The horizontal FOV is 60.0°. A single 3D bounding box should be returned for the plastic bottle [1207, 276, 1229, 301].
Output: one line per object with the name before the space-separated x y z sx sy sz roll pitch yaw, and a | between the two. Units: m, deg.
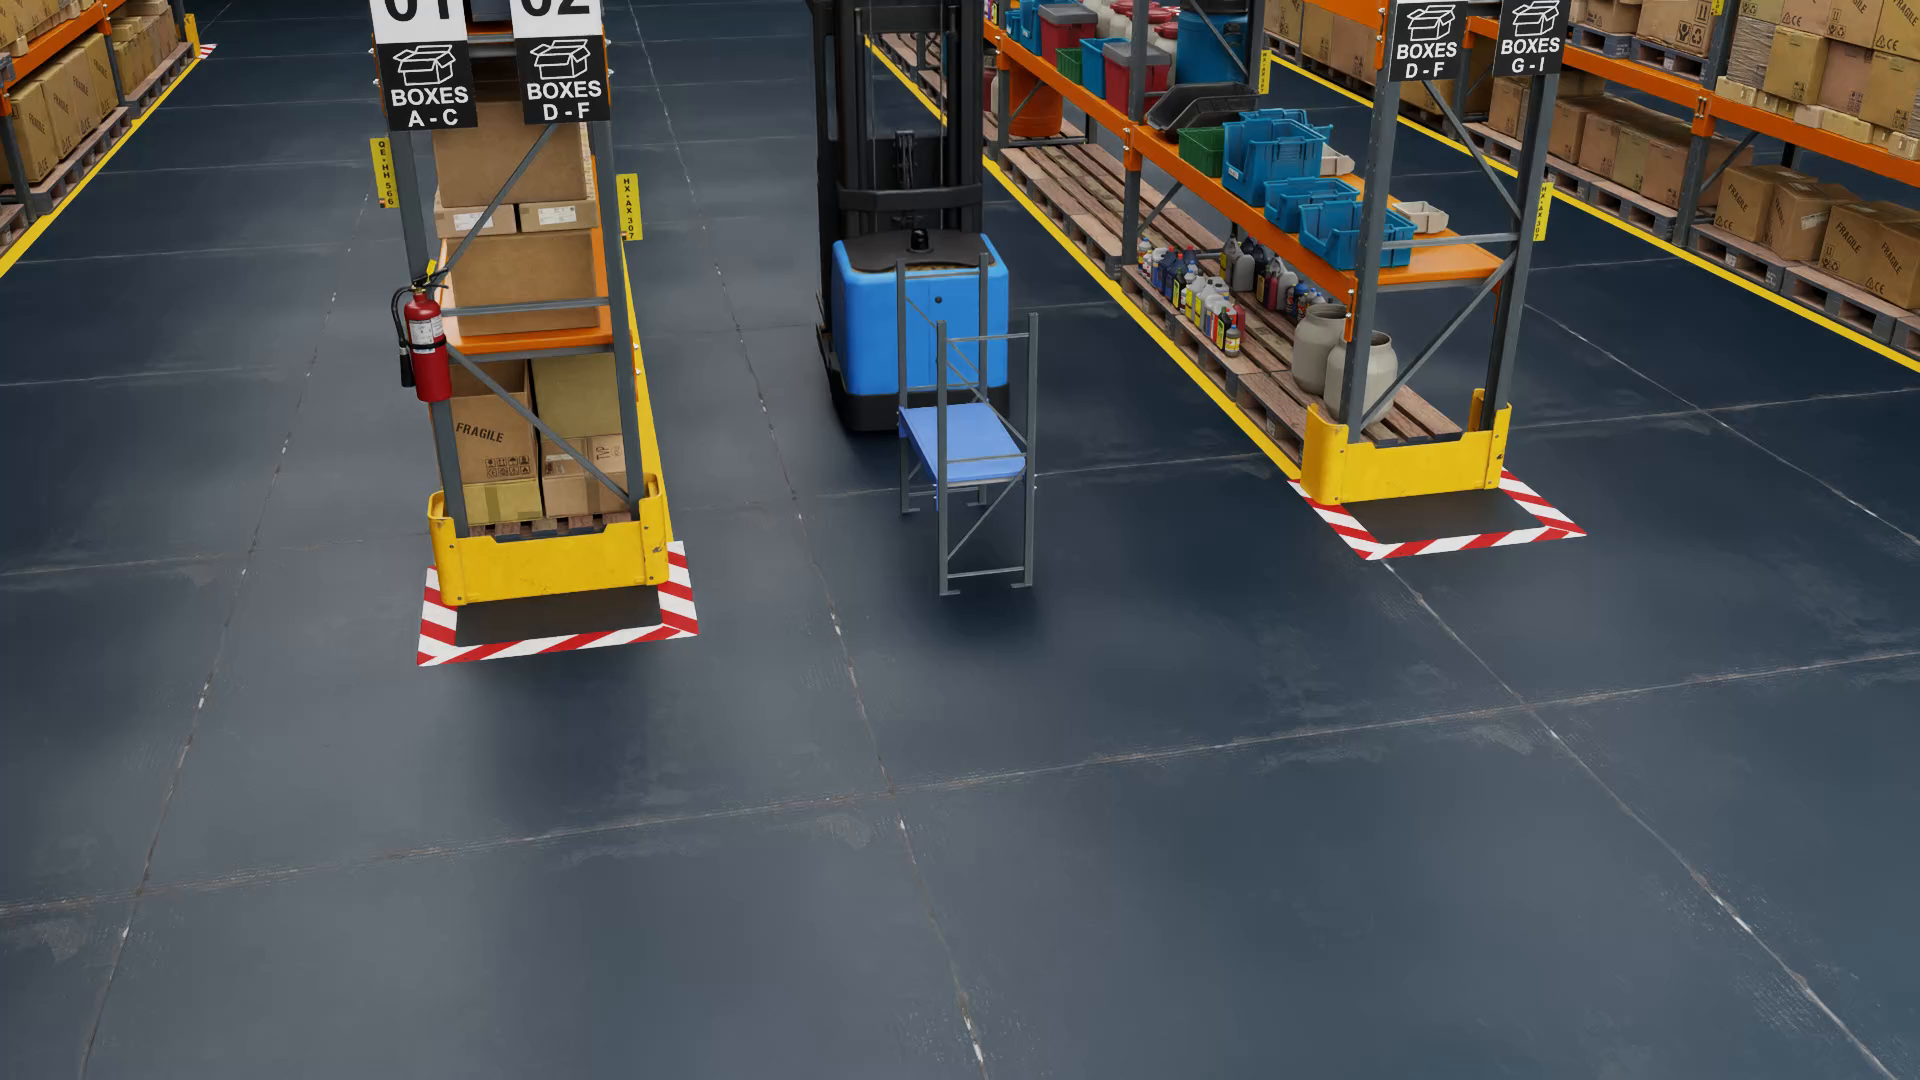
plastic bottle | 1.833 -1.737 11.896 0.152 0.276 0.135 -6 27 -12

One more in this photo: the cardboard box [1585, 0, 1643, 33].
cardboard box | 6.124 -4.884 15.017 0.797 0.503 0.637 -3 27 -6

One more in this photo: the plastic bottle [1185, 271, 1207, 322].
plastic bottle | 1.695 -1.744 11.828 0.144 0.351 0.185 -6 27 -12

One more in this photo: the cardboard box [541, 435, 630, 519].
cardboard box | -2.051 -0.357 9.213 0.500 0.250 0.500 -6 27 -12

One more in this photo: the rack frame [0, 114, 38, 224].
rack frame | -8.775 -4.146 14.135 1.000 3.000 0.127 -6 27 -12

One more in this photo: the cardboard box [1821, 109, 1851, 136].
cardboard box | 6.665 -3.116 12.373 0.380 0.149 0.250 -6 27 -12

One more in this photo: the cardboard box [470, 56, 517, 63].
cardboard box | -2.490 -2.443 9.211 0.700 0.500 0.500 -6 27 -11

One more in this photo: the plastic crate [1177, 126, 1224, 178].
plastic crate | 1.810 -2.677 11.460 0.450 0.188 0.662 -6 27 -12

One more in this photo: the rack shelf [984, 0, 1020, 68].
rack shelf | 0.427 -5.709 18.030 1.077 0.370 4.000 -6 27 -12

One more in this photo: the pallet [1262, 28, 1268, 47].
pallet | 4.428 -7.045 22.973 1.003 0.211 1.213 -6 27 -12

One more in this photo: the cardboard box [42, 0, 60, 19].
cardboard box | -8.980 -5.248 15.856 0.500 0.500 0.500 -5 27 -10

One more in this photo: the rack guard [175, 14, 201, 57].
rack guard | -10.583 -6.553 21.678 1.175 0.500 0.348 -6 27 -12

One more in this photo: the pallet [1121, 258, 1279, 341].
pallet | 1.889 -1.852 12.685 1.003 0.211 1.213 -6 27 -12

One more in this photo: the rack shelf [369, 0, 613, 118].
rack shelf | -2.597 -3.035 9.403 1.077 0.370 4.000 -6 27 -12

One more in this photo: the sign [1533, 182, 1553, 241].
sign | 3.217 -1.818 9.215 0.100 0.325 0.005 -6 27 -12

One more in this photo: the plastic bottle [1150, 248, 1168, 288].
plastic bottle | 1.523 -2.053 12.523 0.152 0.276 0.135 -5 27 -10

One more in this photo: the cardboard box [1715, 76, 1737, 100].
cardboard box | 6.360 -3.662 13.455 0.380 0.149 0.250 -6 27 -12

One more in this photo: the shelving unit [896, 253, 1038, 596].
shelving unit | 0.019 -0.632 8.838 0.538 1.500 1.048 -6 27 -12

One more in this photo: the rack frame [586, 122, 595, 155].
rack frame | -3.048 -2.895 11.656 1.000 3.000 0.127 -6 27 -12

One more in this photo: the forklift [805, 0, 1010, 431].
forklift | -0.433 -2.630 11.208 1.130 2.935 3.031 -4 27 -8

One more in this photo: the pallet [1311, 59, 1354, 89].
pallet | 5.049 -5.835 20.576 1.003 0.211 1.213 -6 27 -12

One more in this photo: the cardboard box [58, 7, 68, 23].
cardboard box | -9.123 -5.228 16.536 0.380 0.149 0.250 -6 27 -12

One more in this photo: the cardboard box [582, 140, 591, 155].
cardboard box | -2.259 -2.120 9.291 0.380 0.149 0.250 -7 28 -13

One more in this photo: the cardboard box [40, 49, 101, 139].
cardboard box | -9.200 -4.468 16.692 0.750 0.750 0.750 -5 27 -10

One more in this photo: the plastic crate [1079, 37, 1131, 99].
plastic crate | 1.227 -3.842 13.550 0.392 0.384 0.575 -6 27 -12

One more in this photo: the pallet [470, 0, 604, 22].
pallet | -2.281 -2.751 8.141 1.003 0.211 1.213 -6 27 -12

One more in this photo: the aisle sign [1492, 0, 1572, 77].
aisle sign | 2.982 -2.799 8.581 0.394 0.787 0.004 -6 27 -12

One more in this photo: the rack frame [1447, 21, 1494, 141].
rack frame | 5.703 -5.655 17.125 1.000 3.000 0.127 -6 27 -12

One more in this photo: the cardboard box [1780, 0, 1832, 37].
cardboard box | 6.572 -4.080 12.454 0.500 0.500 0.500 -6 27 -12

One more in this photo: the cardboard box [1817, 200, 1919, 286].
cardboard box | 7.008 -2.276 12.738 0.500 0.500 0.500 -8 28 -16

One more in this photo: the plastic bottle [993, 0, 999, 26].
plastic bottle | 0.370 -5.234 16.421 0.061 0.283 0.133 -6 27 -12

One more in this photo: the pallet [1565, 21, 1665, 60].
pallet | 6.189 -4.704 15.455 1.003 0.211 1.213 -6 27 -12

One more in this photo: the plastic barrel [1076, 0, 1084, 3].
plastic barrel | 1.277 -5.040 15.755 0.600 0.536 0.708 -6 27 -12

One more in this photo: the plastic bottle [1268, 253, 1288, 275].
plastic bottle | 2.321 -1.930 12.197 0.144 0.351 0.185 -6 27 -12

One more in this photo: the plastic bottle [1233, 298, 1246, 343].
plastic bottle | 1.913 -1.510 11.439 0.061 0.283 0.133 -6 27 -12

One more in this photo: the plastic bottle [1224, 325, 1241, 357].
plastic bottle | 1.839 -1.349 11.211 0.097 0.201 0.097 0 27 0

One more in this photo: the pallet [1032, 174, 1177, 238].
pallet | 1.285 -3.029 15.016 1.003 0.211 1.213 -6 27 -12

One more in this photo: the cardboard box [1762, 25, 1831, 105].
cardboard box | 6.724 -3.650 12.710 0.875 0.500 0.500 -6 27 -12

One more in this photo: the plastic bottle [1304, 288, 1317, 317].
plastic bottle | 2.475 -1.640 11.711 0.097 0.271 0.097 0 27 0

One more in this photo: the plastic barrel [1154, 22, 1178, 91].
plastic barrel | 1.777 -3.899 13.495 0.433 0.535 0.433 0 27 0

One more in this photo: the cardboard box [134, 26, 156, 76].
cardboard box | -9.969 -5.759 19.639 0.700 0.500 0.500 -5 27 -10

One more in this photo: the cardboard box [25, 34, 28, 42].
cardboard box | -8.893 -4.659 15.407 0.380 0.149 0.250 -5 27 -10

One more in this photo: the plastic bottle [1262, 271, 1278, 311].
plastic bottle | 2.250 -1.817 12.048 0.061 0.283 0.133 -6 27 -12

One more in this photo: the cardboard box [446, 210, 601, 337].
cardboard box | -2.239 -1.390 8.563 0.700 0.500 0.500 -6 27 -12

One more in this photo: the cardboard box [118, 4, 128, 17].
cardboard box | -10.375 -6.424 20.237 0.380 0.149 0.250 -6 27 -11

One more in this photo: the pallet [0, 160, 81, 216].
pallet | -8.879 -3.255 15.464 1.003 0.211 1.213 -6 27 -12

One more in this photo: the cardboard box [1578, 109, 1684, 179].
cardboard box | 6.271 -3.708 15.553 0.700 0.500 0.500 -8 28 -16

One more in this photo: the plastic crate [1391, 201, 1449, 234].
plastic crate | 2.792 -1.948 10.073 0.298 0.136 0.250 -6 27 -12

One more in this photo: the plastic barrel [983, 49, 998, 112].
plastic barrel | 0.496 -4.972 17.981 0.600 0.588 0.708 -6 27 -12

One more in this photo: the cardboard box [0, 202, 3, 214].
cardboard box | -8.562 -2.916 13.984 0.700 0.500 0.500 -6 27 -11

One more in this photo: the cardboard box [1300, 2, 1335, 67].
cardboard box | 4.965 -6.371 20.435 1.225 0.875 0.875 -6 27 -11
